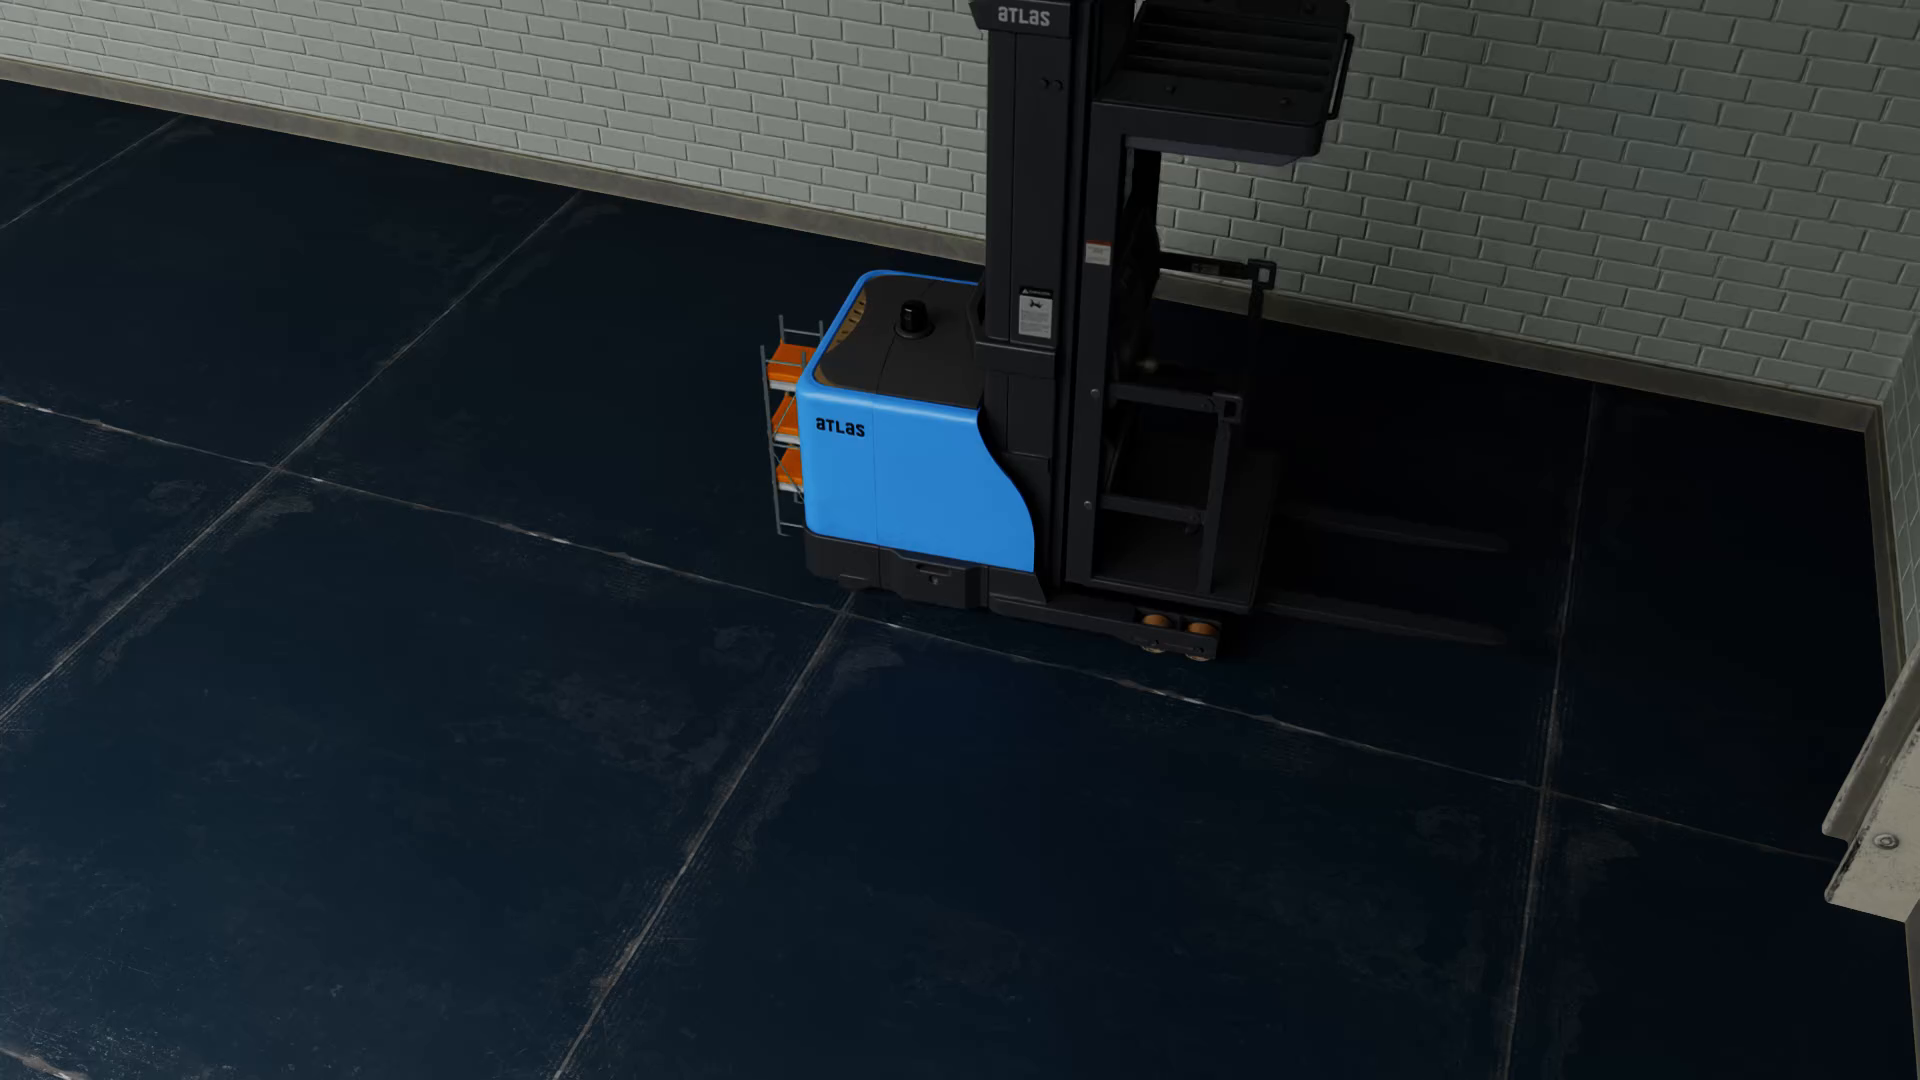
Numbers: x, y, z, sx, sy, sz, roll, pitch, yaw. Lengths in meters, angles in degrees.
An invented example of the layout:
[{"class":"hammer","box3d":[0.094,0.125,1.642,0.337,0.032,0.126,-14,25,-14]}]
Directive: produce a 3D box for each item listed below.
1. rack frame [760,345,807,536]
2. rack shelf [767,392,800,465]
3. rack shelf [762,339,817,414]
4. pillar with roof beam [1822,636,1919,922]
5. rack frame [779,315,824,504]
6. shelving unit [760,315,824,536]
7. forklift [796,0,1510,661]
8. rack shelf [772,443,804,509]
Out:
[{"class":"rack frame","box3d":[-0.749,-0.410,7.375,0.200,1.050,0.008,9,41,11]},{"class":"rack shelf","box3d":[-0.719,-0.479,7.472,0.215,0.259,0.240,9,41,11]},{"class":"rack shelf","box3d":[-0.719,-0.695,7.288,0.215,0.259,0.240,9,41,11]},{"class":"pillar with roof beam","box3d":[-0.639,-3.131,4.440,9.100,9.000,0.400,13,42,15]},{"class":"rack frame","box3d":[-0.689,-0.564,7.555,0.200,1.050,0.008,9,41,11]},{"class":"shelving unit","box3d":[-0.719,-0.487,7.465,0.215,1.050,0.252,9,41,11]},{"class":"forklift","box3d":[0.883,-0.983,6.598,3.031,2.935,1.130,10,41,11]},{"class":"rack shelf","box3d":[-0.719,-0.267,7.653,0.215,0.259,0.240,9,41,11]}]
